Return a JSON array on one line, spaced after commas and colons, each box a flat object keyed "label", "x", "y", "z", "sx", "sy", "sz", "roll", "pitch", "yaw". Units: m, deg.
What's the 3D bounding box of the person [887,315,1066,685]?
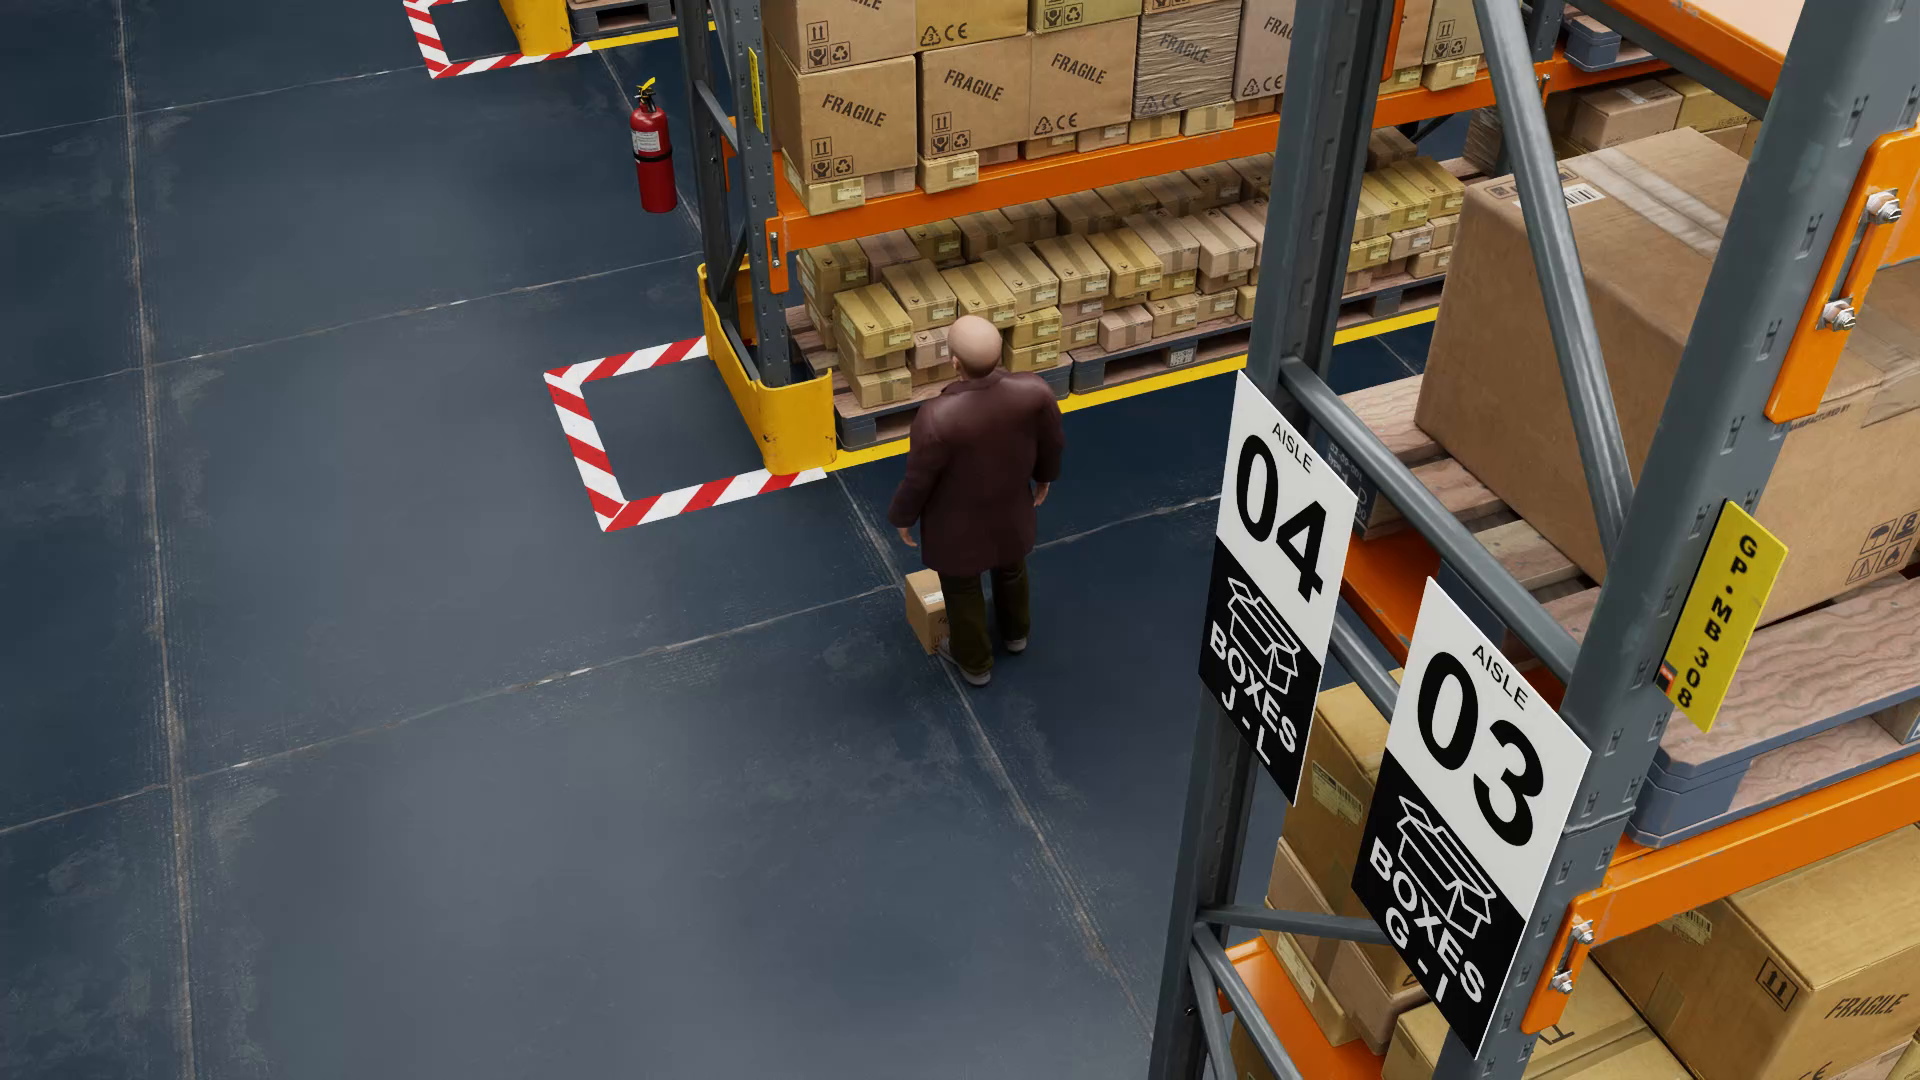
[{"label": "person", "x": 0.028, "y": -0.187, "z": 6.370, "sx": 0.698, "sy": 1.778, "sz": 0.580, "roll": -15, "pitch": 43, "yaw": -17}]
